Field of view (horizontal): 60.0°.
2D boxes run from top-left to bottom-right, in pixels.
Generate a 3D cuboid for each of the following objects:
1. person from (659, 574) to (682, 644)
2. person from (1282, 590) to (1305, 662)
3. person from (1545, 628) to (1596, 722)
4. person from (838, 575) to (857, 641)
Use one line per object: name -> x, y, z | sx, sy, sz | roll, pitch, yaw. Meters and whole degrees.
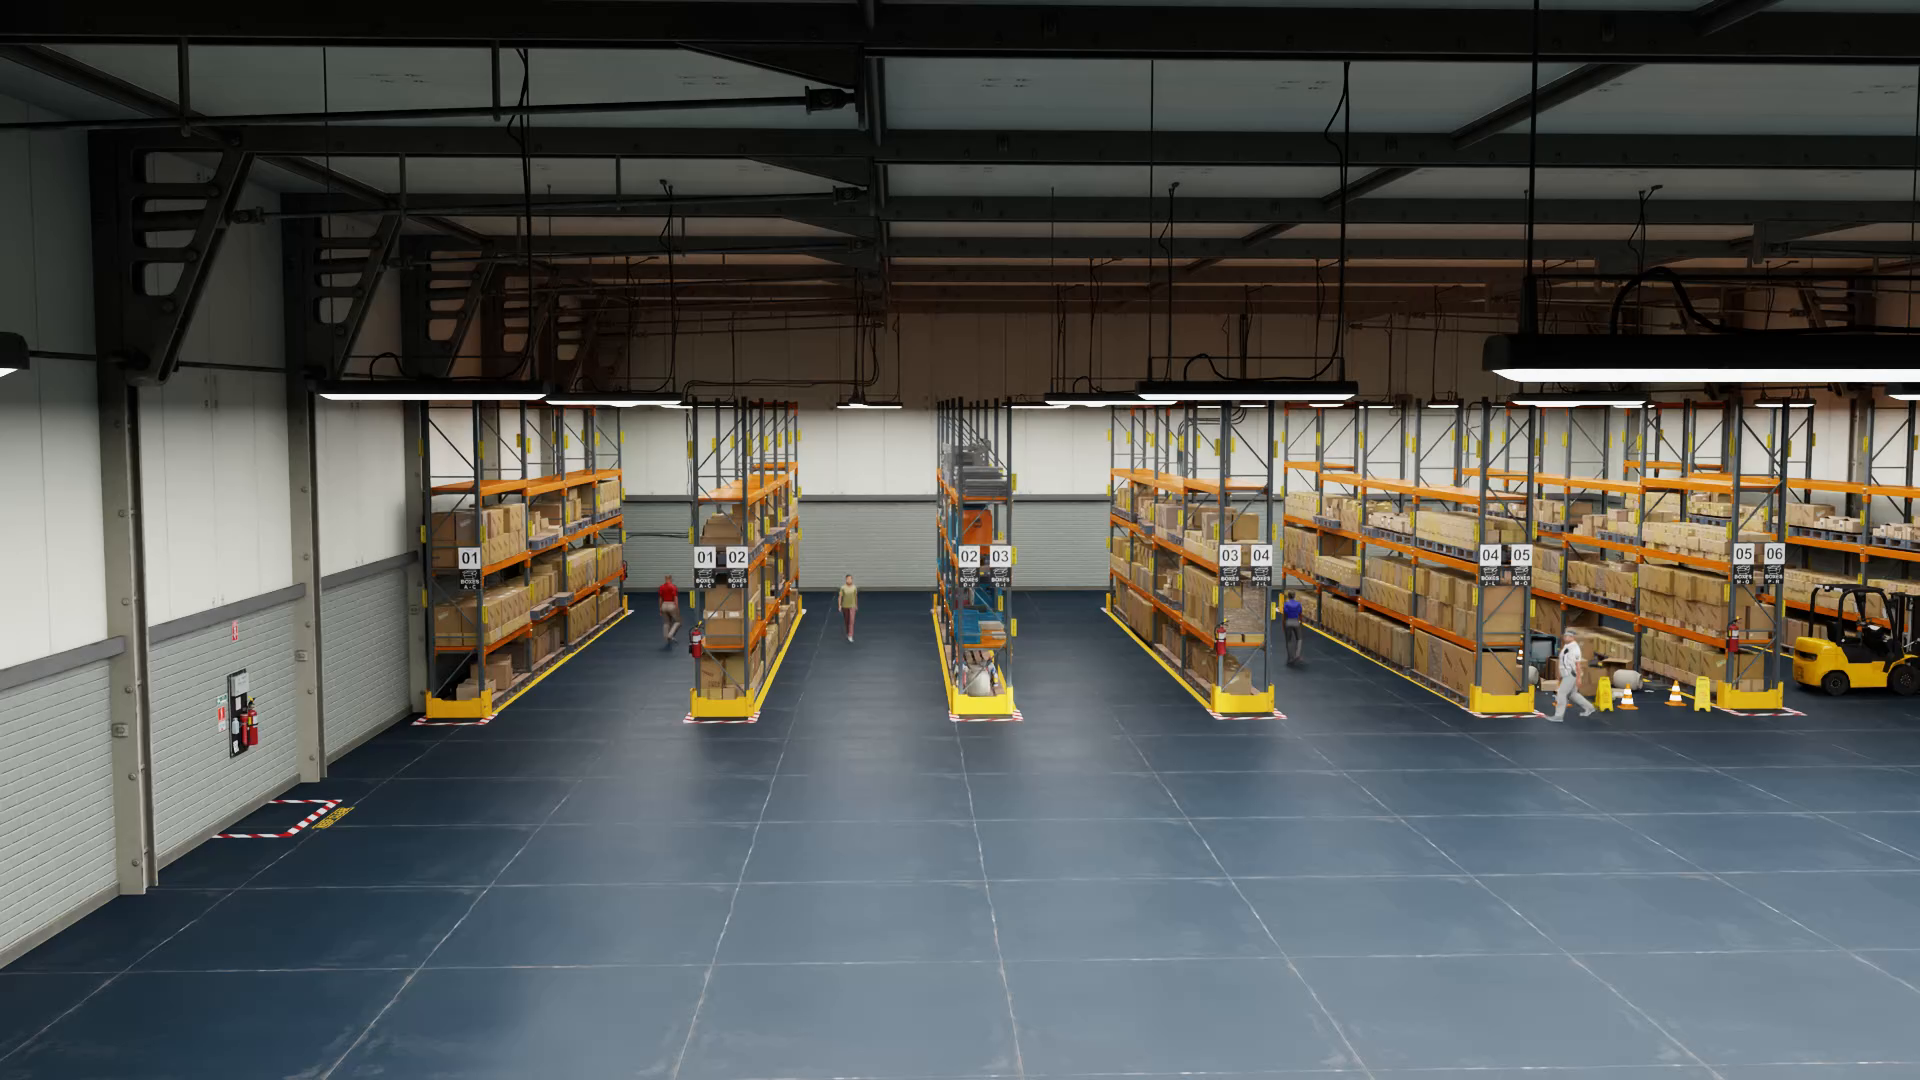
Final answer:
person -> -7.161, 1.704, 40.896 | 0.576, 1.726, 0.497 | 2, 5, 26
person -> 7.611, 1.971, 37.973 | 0.507, 1.656, 0.518 | 0, 4, 1
person -> 11.293, 2.481, 30.665 | 1.019, 1.727, 0.539 | 0, 4, -2
person -> -2.815, 1.677, 41.591 | 0.448, 1.613, 1.008 | 0, 4, 3
